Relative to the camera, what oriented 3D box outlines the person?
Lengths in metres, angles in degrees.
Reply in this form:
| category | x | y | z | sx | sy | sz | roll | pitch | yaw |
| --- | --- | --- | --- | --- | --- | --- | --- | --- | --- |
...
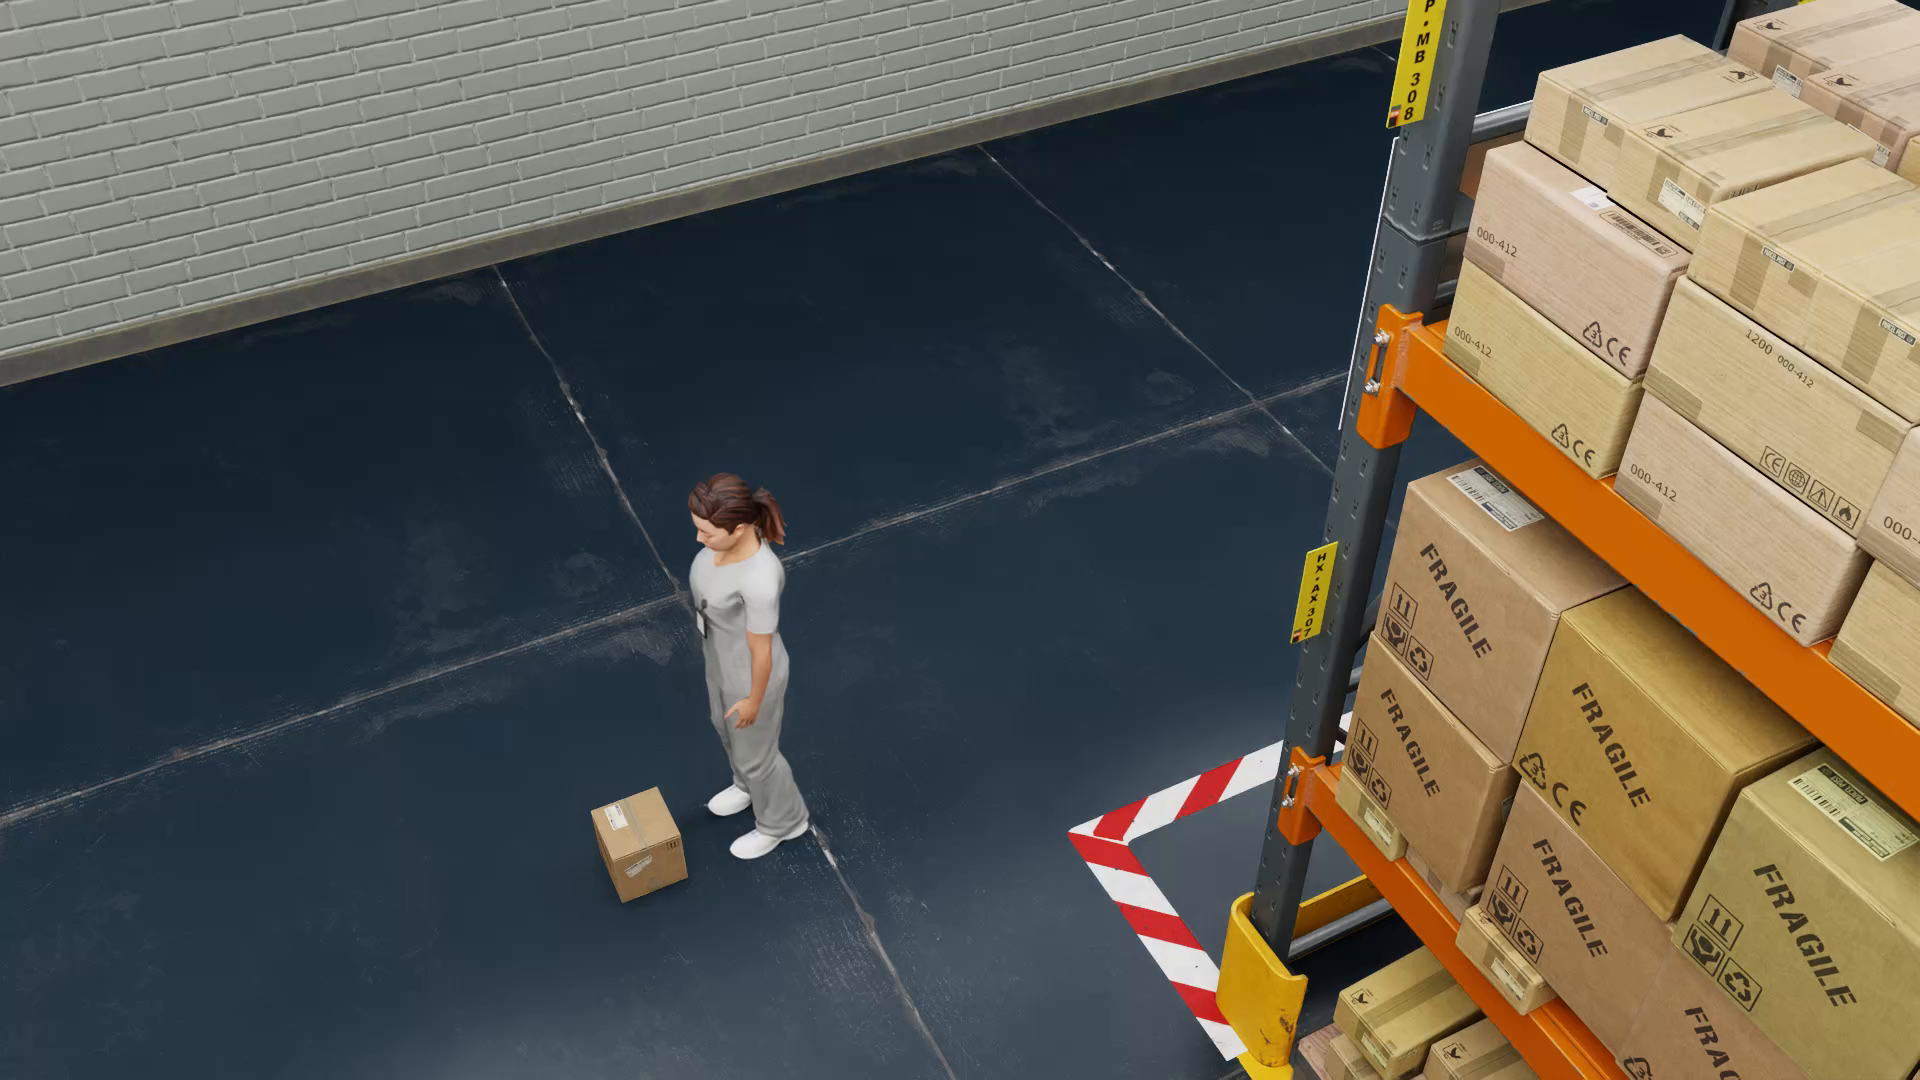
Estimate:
| category | x | y | z | sx | sy | sz | roll | pitch | yaw |
| --- | --- | --- | --- | --- | --- | --- | --- | --- | --- |
| person | -0.791 | 0.624 | 5.781 | 0.709 | 1.245 | 0.494 | -19 | 45 | -20 |
